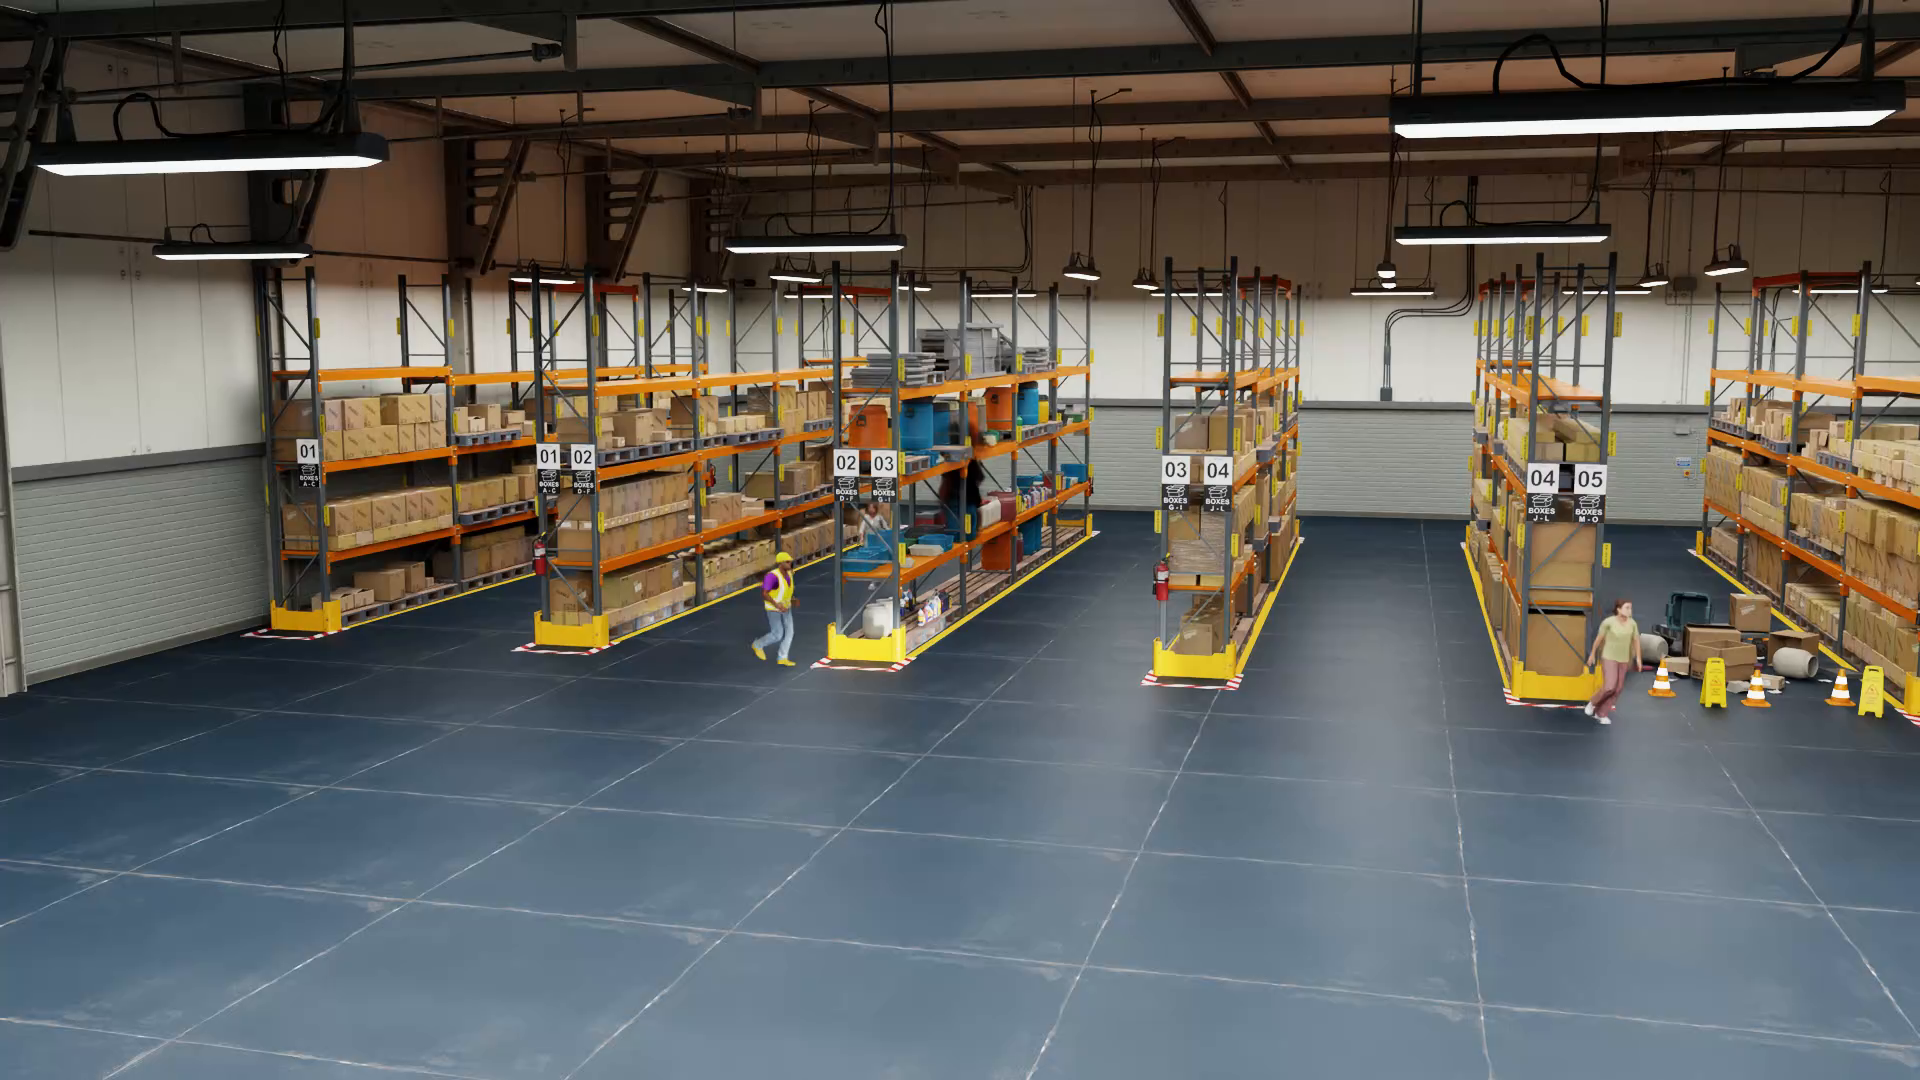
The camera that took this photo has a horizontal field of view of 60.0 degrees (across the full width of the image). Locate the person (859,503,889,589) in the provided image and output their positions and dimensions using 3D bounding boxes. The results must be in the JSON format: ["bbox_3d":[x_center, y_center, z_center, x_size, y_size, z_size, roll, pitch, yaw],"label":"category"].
[{"bbox_3d":[-1.584,0.092,30.367,0.547,1.577,0.552,1,7,10],"label":"person"}]

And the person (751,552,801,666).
[{"bbox_3d":[-2.785,1.017,24.825,0.746,1.712,0.703,5,9,33],"label":"person"}]

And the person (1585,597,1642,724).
[{"bbox_3d":[8.289,1.527,21.089,0.577,1.646,0.520,-1,7,-11],"label":"person"}]
